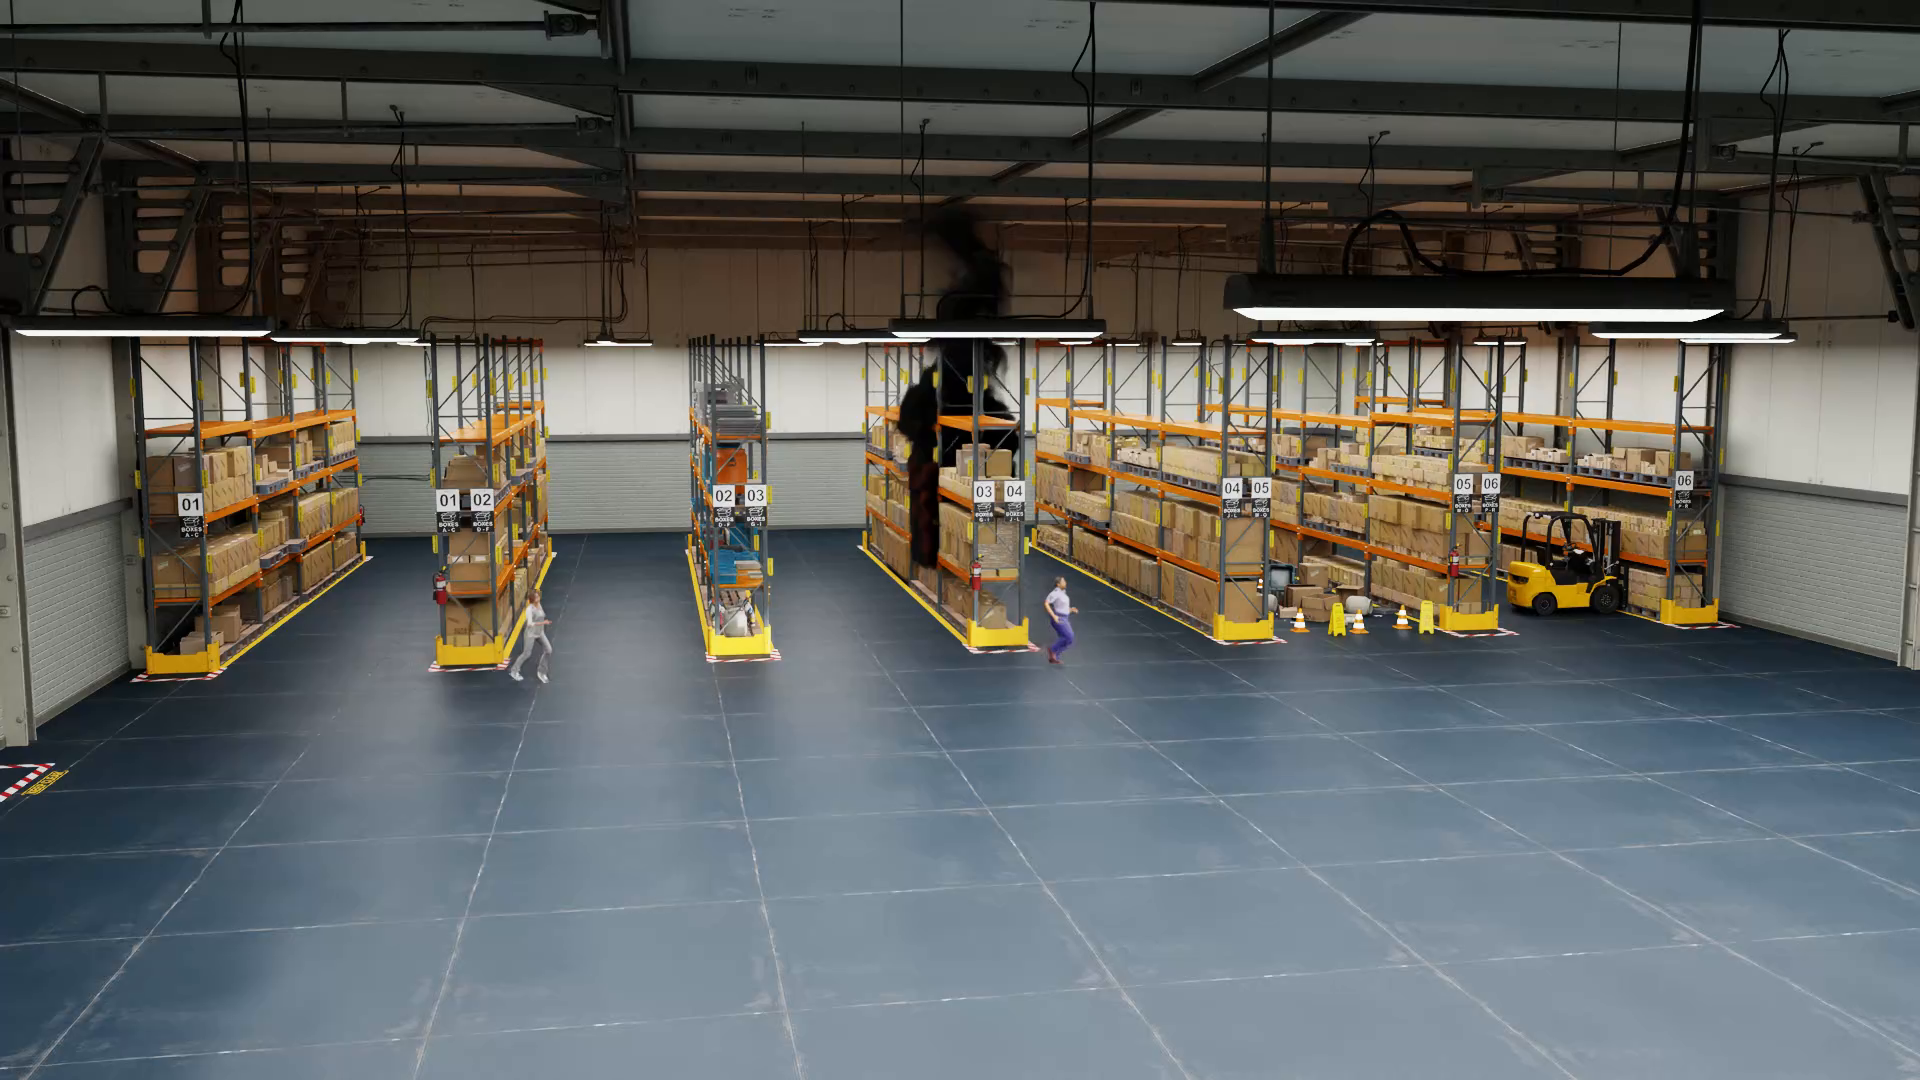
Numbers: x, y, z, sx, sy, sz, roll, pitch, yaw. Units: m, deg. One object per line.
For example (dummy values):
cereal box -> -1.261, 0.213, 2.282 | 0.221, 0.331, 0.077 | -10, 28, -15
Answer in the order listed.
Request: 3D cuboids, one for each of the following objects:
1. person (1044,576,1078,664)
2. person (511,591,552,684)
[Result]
person -> 1.863, 1.467, 30.239 | 0.562, 1.609, 0.594 | 2, 7, 18
person -> -7.316, 1.667, 28.534 | 0.831, 1.619, 0.548 | 3, 7, 24
